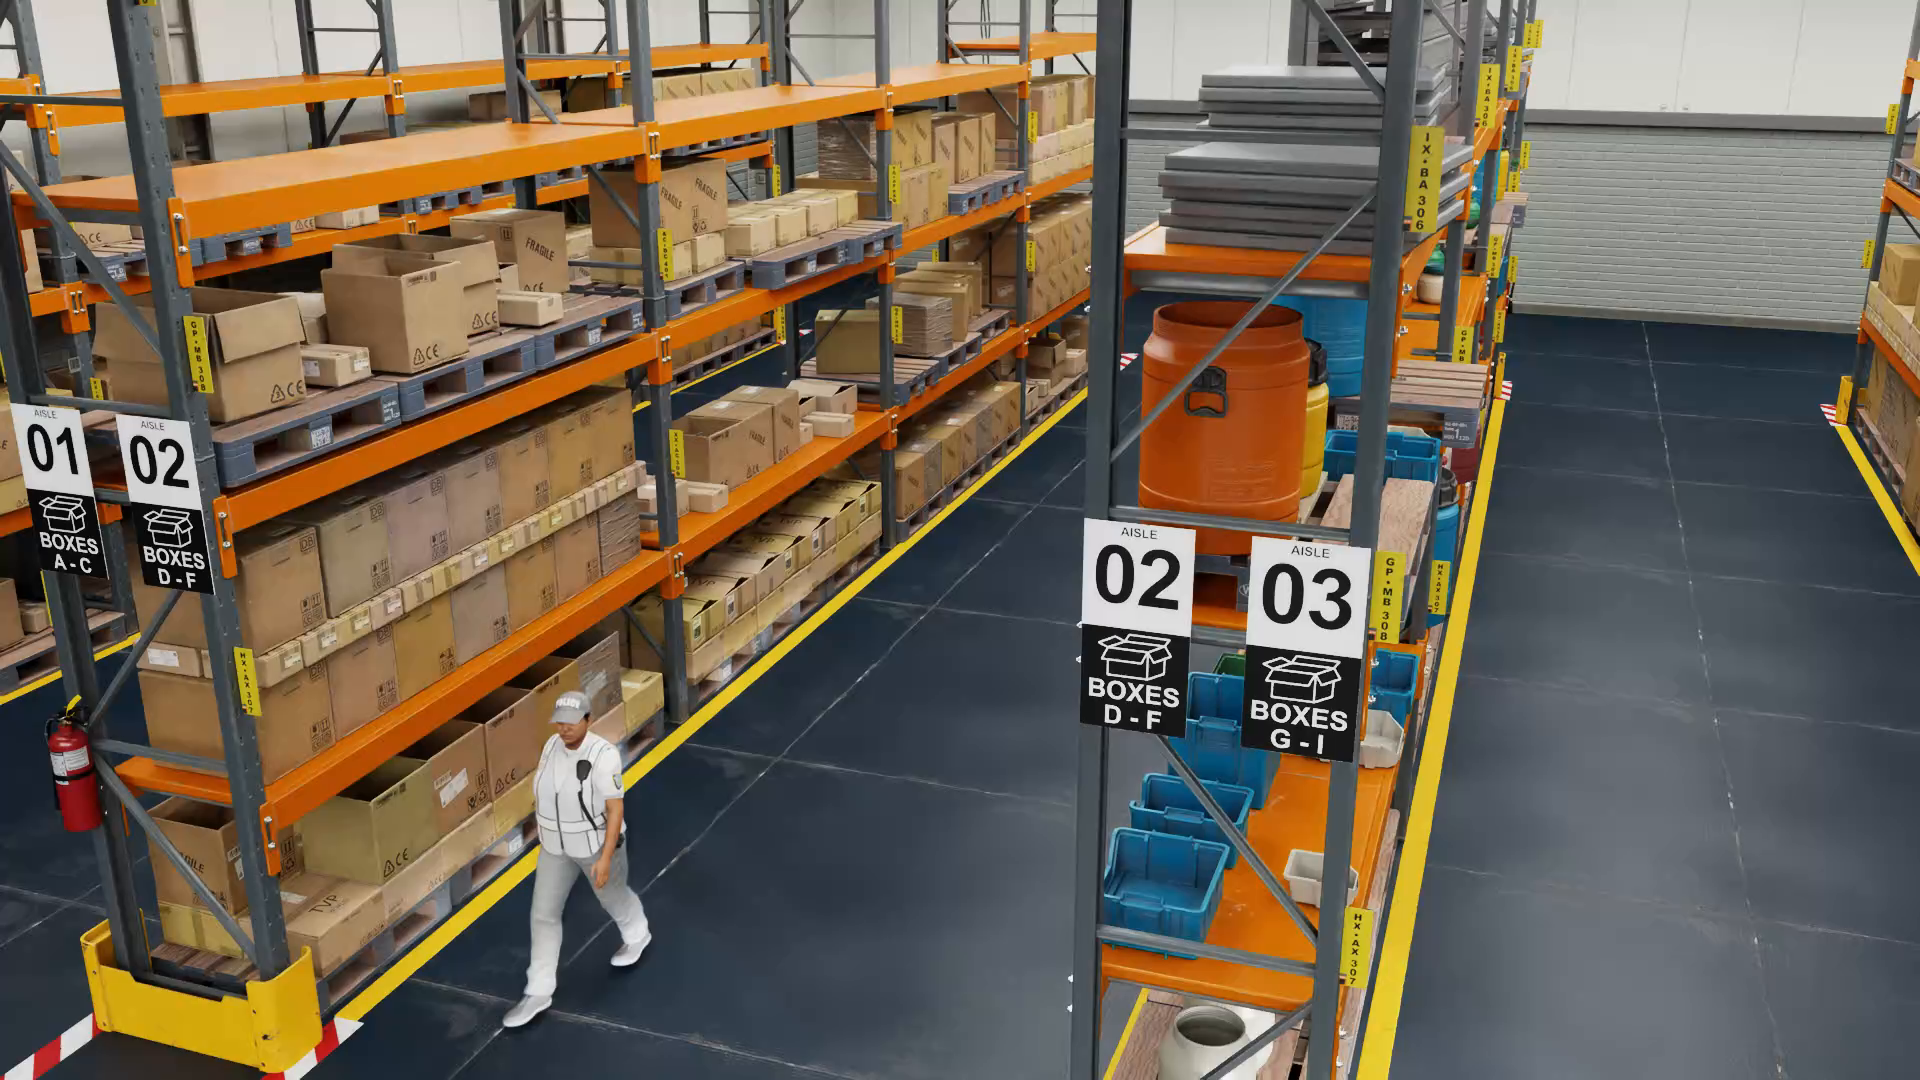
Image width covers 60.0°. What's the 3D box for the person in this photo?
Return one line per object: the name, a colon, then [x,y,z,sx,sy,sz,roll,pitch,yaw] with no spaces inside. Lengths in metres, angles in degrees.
person: [-1.940,1.551,8.365,0.510,1.604,0.950,6,20,17]
